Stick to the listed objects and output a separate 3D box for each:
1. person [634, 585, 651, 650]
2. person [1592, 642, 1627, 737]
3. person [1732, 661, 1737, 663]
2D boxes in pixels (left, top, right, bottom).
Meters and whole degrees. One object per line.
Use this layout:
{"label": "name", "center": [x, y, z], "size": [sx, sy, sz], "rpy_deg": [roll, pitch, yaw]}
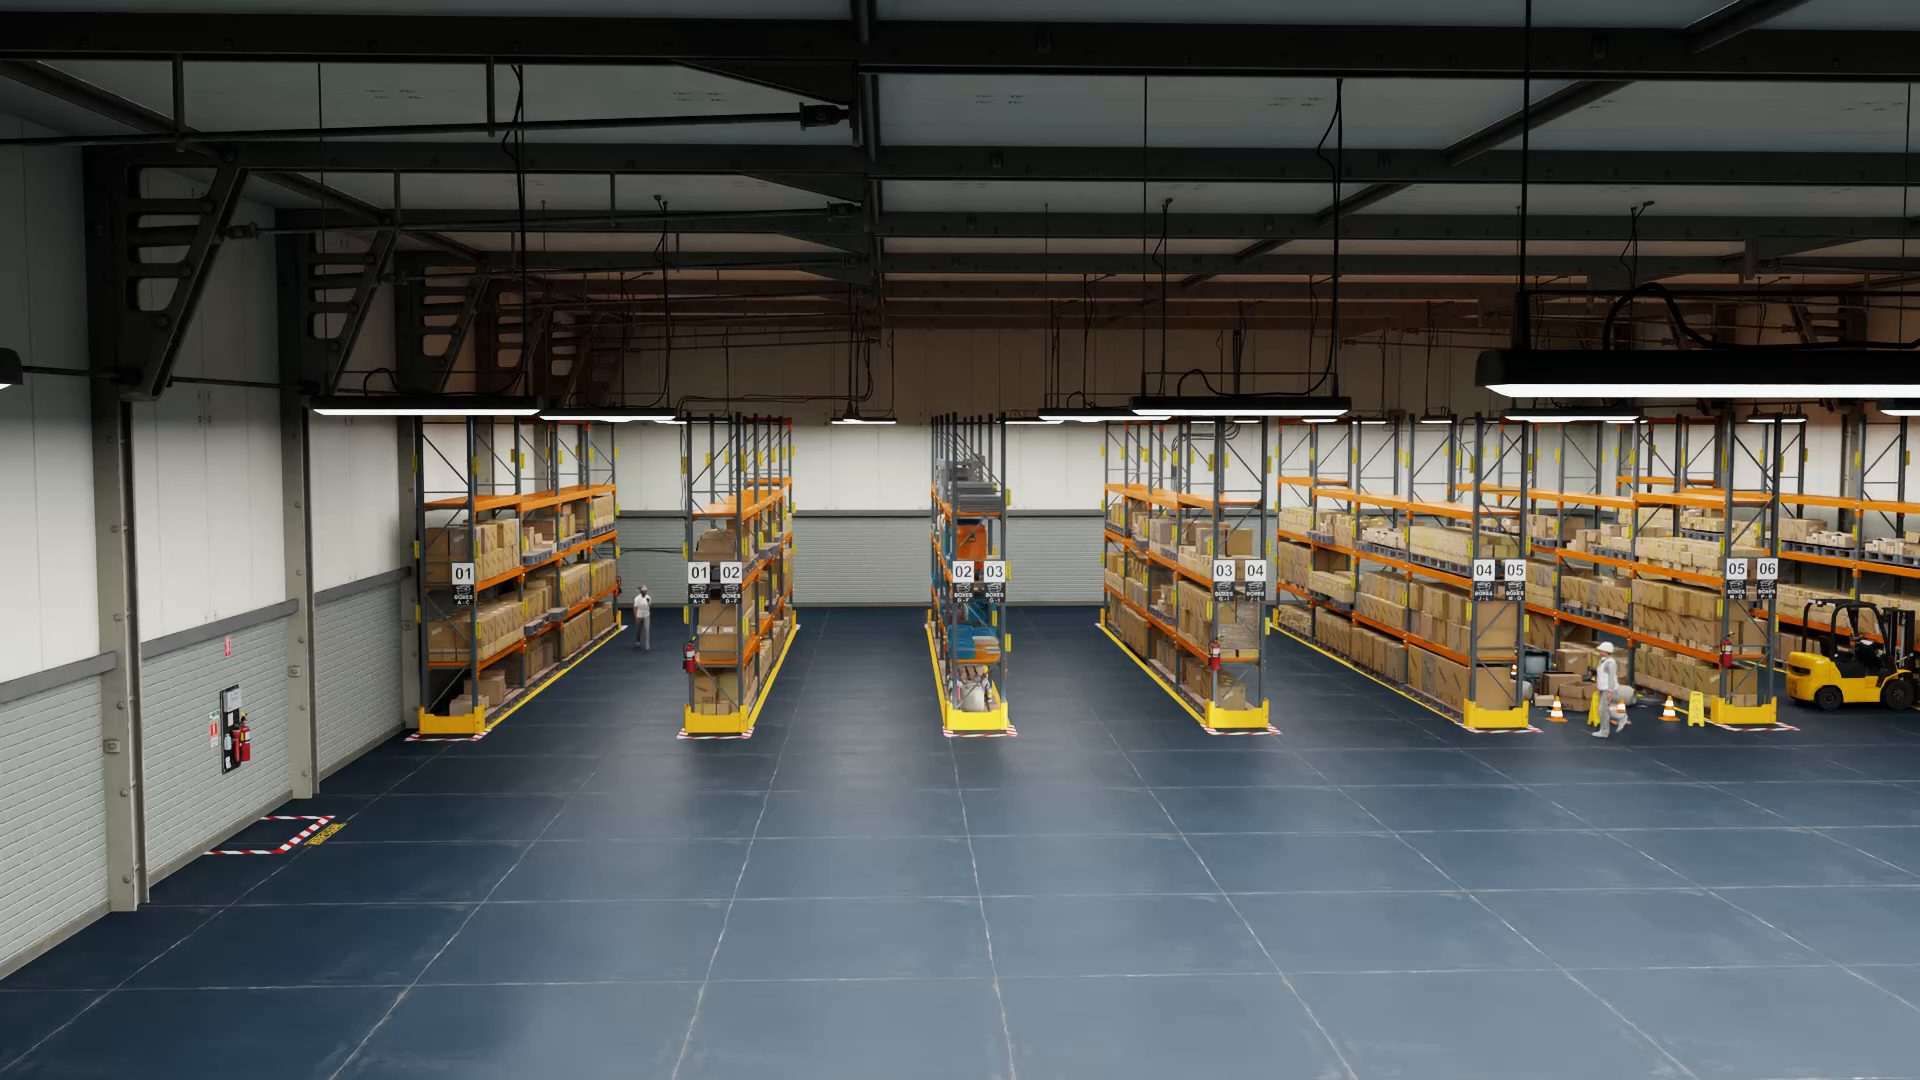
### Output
{"label": "person", "center": [-8.170, 1.971, 42.783], "size": [0.447, 1.636, 0.998], "rpy_deg": [-1, 4, -14]}
{"label": "person", "center": [11.993, 2.748, 30.639], "size": [0.683, 1.761, 0.544], "rpy_deg": [0, 4, 6]}
{"label": "person", "center": [16.683, 2.468, 36.126], "size": [0.501, 1.710, 0.606], "rpy_deg": [0, 4, -5]}
